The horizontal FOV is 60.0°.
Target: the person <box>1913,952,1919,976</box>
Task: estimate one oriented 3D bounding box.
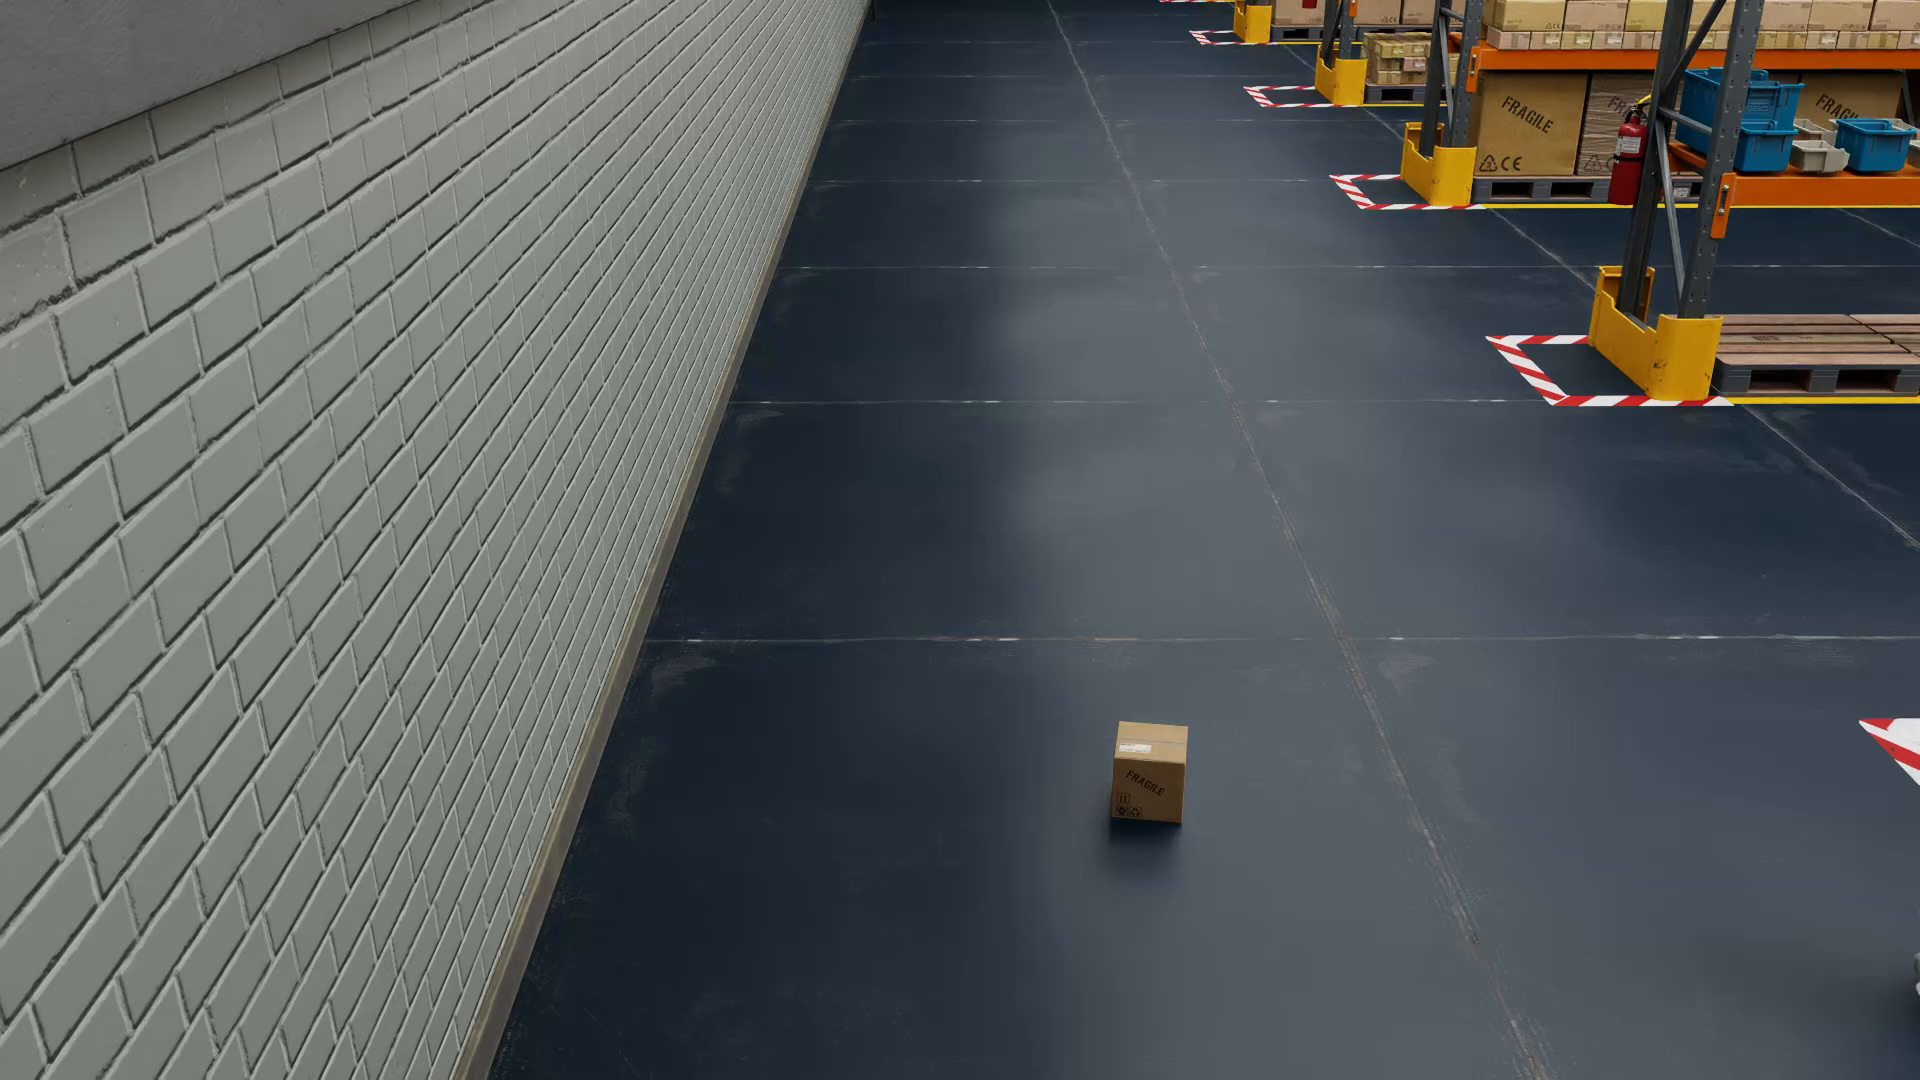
[{"bbox_3d":[3.035,0.744,4.620,0.433,1.270,0.439,14,28,29],"label":"person"}]
